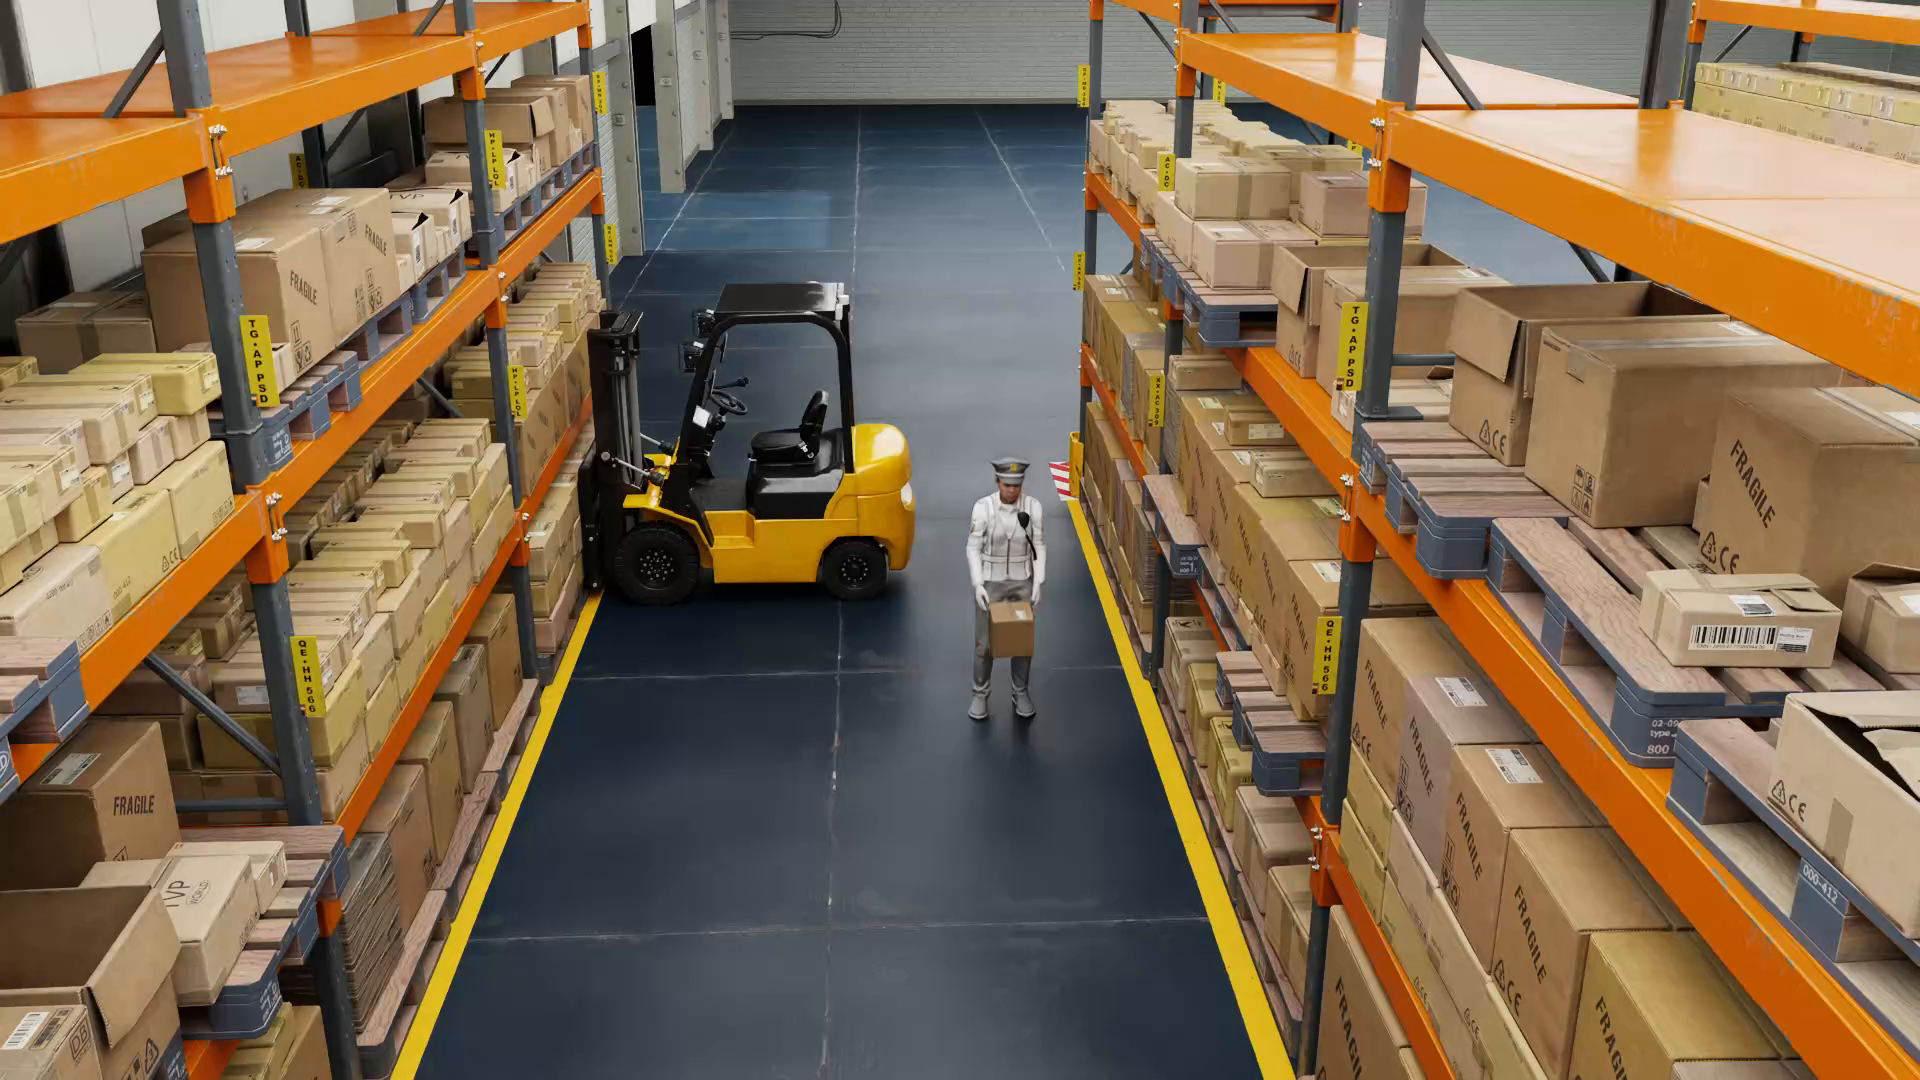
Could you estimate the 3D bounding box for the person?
[{"bbox_3d":[0.290,0.283,10.296,0.504,1.678,0.372,-2,21,-5],"label":"person"}]
